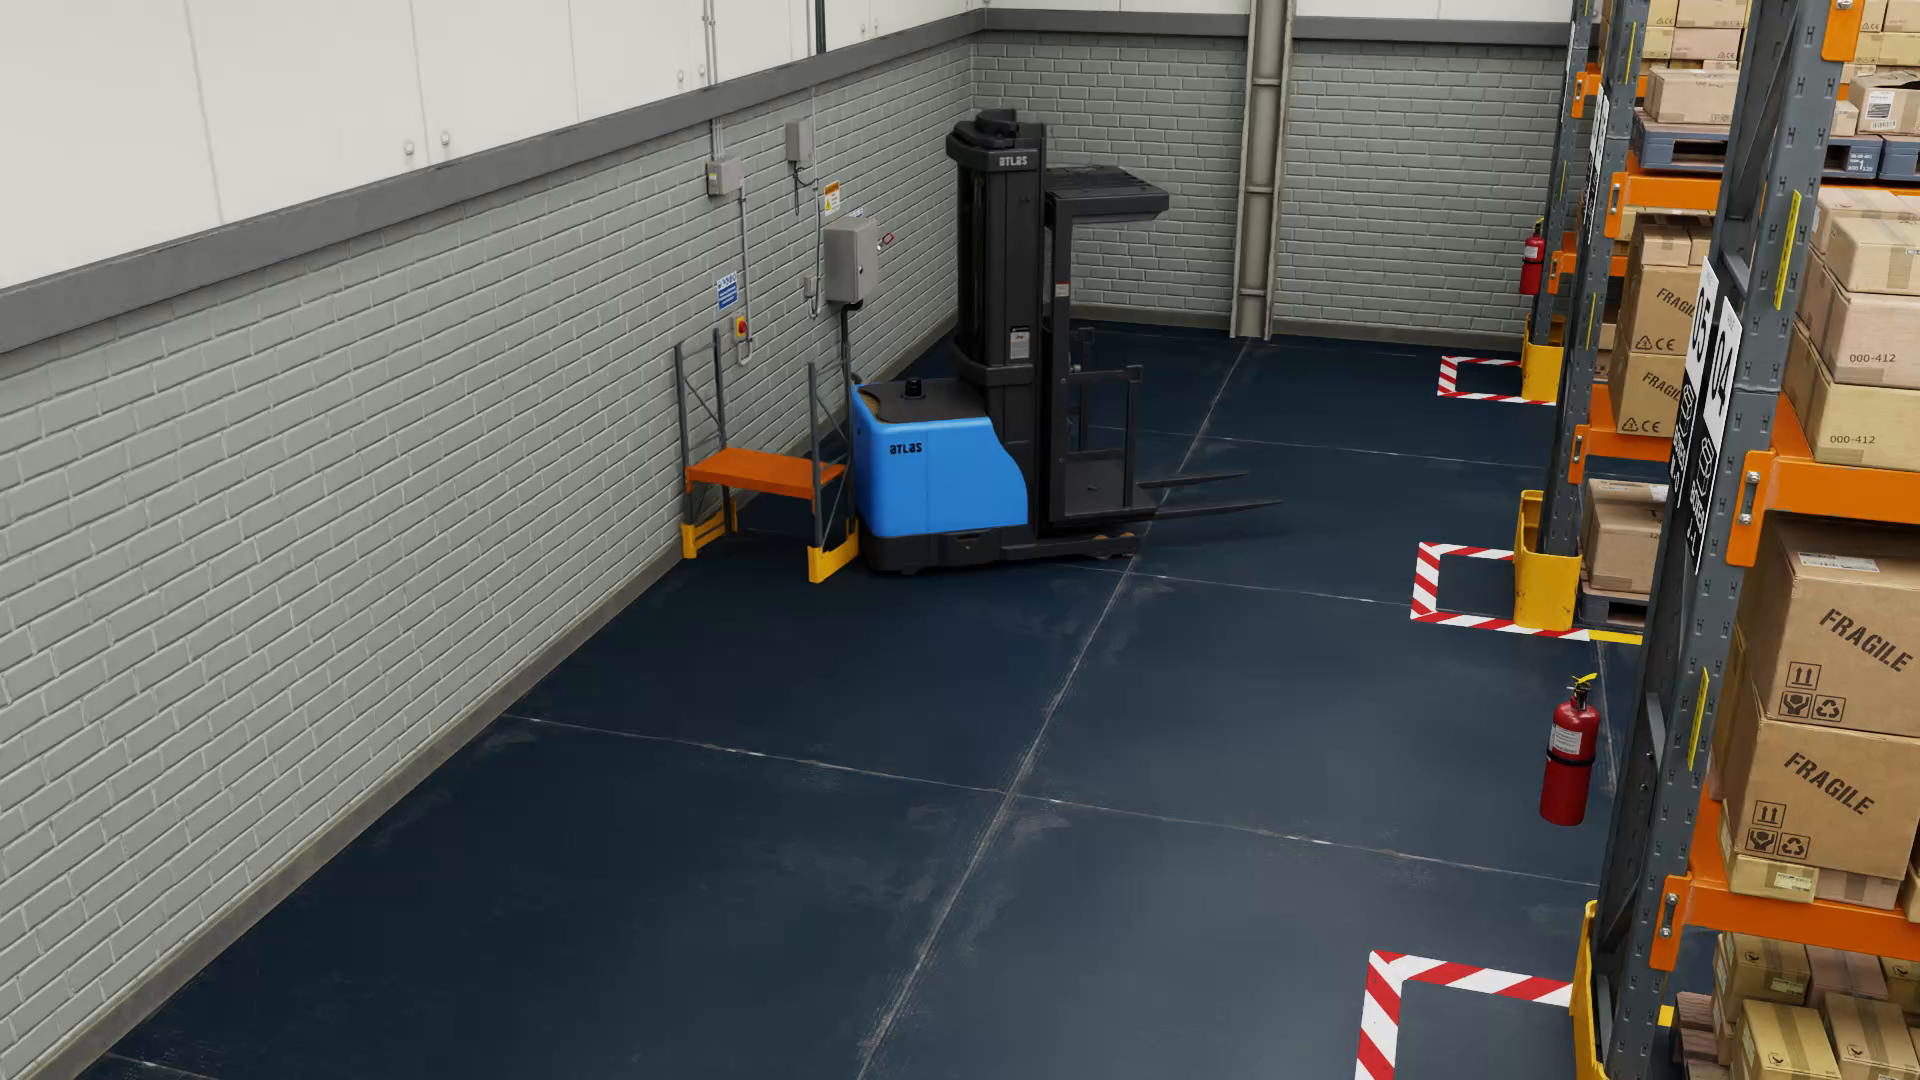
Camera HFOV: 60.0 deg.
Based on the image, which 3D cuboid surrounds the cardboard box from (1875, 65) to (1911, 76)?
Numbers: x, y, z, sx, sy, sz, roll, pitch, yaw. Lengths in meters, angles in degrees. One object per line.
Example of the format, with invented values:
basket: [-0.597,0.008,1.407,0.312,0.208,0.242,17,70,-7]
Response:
cardboard box: [7.453,-3.760,13.362,0.250,0.149,0.380,7,23,16]

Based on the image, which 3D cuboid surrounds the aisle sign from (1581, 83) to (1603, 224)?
aisle sign: [3.856,-2.360,10.145,0.004,0.787,0.394,7,23,16]

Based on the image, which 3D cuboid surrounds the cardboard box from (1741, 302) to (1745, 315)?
cardboard box: [4.709,-1.335,9.623,0.500,0.500,0.500,6,23,14]

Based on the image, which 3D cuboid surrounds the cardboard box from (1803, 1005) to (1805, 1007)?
cardboard box: [3.324,1.763,6.332,0.250,0.149,0.380,6,23,14]

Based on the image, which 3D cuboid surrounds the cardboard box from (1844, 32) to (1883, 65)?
cardboard box: [7.092,-3.991,13.401,0.500,0.250,0.500,6,23,15]

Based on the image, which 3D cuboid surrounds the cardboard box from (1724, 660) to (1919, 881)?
cardboard box: [2.852,0.739,5.493,0.500,0.500,0.500,8,24,18]

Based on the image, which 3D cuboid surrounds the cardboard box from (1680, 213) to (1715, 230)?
cardboard box: [4.486,-1.860,10.047,0.250,0.149,0.380,7,23,16]

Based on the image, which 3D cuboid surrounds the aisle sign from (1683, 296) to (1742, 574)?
aisle sign: [2.345,-0.329,5.193,0.004,0.787,0.394,7,23,16]

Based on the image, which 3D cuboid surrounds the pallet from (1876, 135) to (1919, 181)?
pallet: [5.720,-2.173,9.279,1.213,0.211,1.003,7,23,15]

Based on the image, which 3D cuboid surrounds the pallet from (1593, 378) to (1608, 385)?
pallet: [6.101,-1.455,15.039,1.213,0.211,1.003,7,23,16]

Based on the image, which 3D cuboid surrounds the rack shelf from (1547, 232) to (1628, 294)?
rack shelf: [7.180,-2.288,14.344,4.000,0.370,1.077,7,23,16]

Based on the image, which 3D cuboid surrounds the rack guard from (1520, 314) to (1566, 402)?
rack guard: [5.338,-1.675,15.196,0.348,0.500,1.175,7,23,16]

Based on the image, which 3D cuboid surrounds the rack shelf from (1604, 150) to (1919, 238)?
rack shelf: [5.750,-1.872,9.377,4.000,0.370,1.077,7,23,16]

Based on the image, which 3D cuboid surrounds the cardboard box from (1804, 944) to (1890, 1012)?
cardboard box: [3.306,1.637,6.246,0.250,0.149,0.380,7,23,17]

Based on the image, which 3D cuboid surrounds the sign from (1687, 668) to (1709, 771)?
sign: [2.345,0.570,5.288,0.005,0.325,0.100,7,23,16]

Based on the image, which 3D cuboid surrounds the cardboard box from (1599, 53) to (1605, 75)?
cardboard box: [5.503,-3.992,13.929,0.250,0.149,0.380,7,23,17]

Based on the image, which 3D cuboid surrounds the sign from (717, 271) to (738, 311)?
sign: [-1.643,-1.760,11.753,0.001,0.218,0.327,7,23,16]

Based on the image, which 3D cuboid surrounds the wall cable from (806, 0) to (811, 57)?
wall cable: [-1.472,-4.606,11.142,0.029,3.000,2.355,7,23,16]

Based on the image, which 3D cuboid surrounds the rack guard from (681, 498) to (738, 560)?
rack guard: [-1.749,-0.084,11.637,0.087,0.250,0.587,10,24,24]

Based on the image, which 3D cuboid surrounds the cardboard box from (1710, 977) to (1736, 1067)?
cardboard box: [3.066,1.880,6.438,0.250,0.149,0.380,7,23,16]

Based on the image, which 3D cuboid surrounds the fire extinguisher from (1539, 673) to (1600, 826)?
fire extinguisher: [2.394,0.786,6.494,0.183,0.674,0.296,7,23,16]

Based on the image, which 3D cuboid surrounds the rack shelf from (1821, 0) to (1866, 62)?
rack shelf: [4.417,-1.449,4.397,4.000,0.370,1.077,7,23,16]

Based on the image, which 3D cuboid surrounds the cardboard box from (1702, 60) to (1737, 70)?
cardboard box: [6.211,-3.874,13.641,0.250,0.149,0.380,7,23,17]

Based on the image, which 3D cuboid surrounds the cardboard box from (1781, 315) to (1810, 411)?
cardboard box: [3.014,-0.592,5.505,0.500,0.250,0.500,6,23,14]

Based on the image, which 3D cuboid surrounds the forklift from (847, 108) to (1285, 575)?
forklift: [0.768,-1.407,11.339,3.031,2.935,1.130,-6,23,-13]

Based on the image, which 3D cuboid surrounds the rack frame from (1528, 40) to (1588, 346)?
rack frame: [5.265,-2.840,14.742,0.127,3.000,1.000,7,23,16]

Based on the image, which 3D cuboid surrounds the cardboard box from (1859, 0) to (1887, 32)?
cardboard box: [7.075,-4.223,13.307,0.500,0.250,0.500,7,23,17]

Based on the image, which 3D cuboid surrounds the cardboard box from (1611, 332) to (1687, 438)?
cardboard box: [4.211,-0.926,9.943,0.500,0.500,0.500,6,23,15]

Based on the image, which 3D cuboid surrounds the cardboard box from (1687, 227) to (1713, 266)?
cardboard box: [4.366,-1.703,9.665,0.250,0.149,0.380,7,23,17]

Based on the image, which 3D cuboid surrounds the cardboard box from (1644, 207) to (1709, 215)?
cardboard box: [6.104,-2.706,14.219,0.500,0.250,0.500,7,23,16]

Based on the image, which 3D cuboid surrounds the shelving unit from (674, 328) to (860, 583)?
shelving unit: [-1.304,-0.588,11.205,1.083,1.500,0.587,10,24,24]

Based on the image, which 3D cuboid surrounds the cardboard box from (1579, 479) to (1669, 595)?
cardboard box: [4.496,-0.009,10.663,0.875,0.438,0.875,6,23,14]

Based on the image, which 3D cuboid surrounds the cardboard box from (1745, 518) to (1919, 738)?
cardboard box: [2.855,0.272,5.312,0.500,0.500,0.500,6,23,15]

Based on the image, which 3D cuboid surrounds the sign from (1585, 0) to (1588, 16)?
sign: [5.109,-4.435,13.526,0.005,0.325,0.100,7,23,16]

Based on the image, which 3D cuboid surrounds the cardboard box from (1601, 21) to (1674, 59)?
cardboard box: [5.611,-4.148,13.784,0.500,0.250,0.500,6,23,15]

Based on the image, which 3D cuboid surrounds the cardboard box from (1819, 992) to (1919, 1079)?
cardboard box: [3.204,1.790,5.873,0.250,0.149,0.380,7,23,16]

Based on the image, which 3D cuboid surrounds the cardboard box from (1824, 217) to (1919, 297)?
cardboard box: [2.746,-0.843,4.933,0.250,0.149,0.380,6,23,15]

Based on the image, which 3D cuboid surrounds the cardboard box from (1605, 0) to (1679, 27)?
cardboard box: [5.617,-4.388,13.709,0.500,0.250,0.500,6,23,15]

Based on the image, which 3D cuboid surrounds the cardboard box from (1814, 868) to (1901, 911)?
cardboard box: [2.973,1.057,5.572,0.250,0.149,0.380,7,23,17]

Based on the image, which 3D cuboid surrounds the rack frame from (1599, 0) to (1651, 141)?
rack frame: [3.835,-3.812,9.206,0.127,3.000,1.000,7,23,16]

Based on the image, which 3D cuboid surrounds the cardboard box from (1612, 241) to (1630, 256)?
cardboard box: [5.757,-2.577,14.432,0.250,0.149,0.380,7,23,17]

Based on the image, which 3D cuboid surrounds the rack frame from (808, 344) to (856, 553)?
rack frame: [-0.837,-0.509,10.998,0.032,1.500,0.500,10,24,24]
